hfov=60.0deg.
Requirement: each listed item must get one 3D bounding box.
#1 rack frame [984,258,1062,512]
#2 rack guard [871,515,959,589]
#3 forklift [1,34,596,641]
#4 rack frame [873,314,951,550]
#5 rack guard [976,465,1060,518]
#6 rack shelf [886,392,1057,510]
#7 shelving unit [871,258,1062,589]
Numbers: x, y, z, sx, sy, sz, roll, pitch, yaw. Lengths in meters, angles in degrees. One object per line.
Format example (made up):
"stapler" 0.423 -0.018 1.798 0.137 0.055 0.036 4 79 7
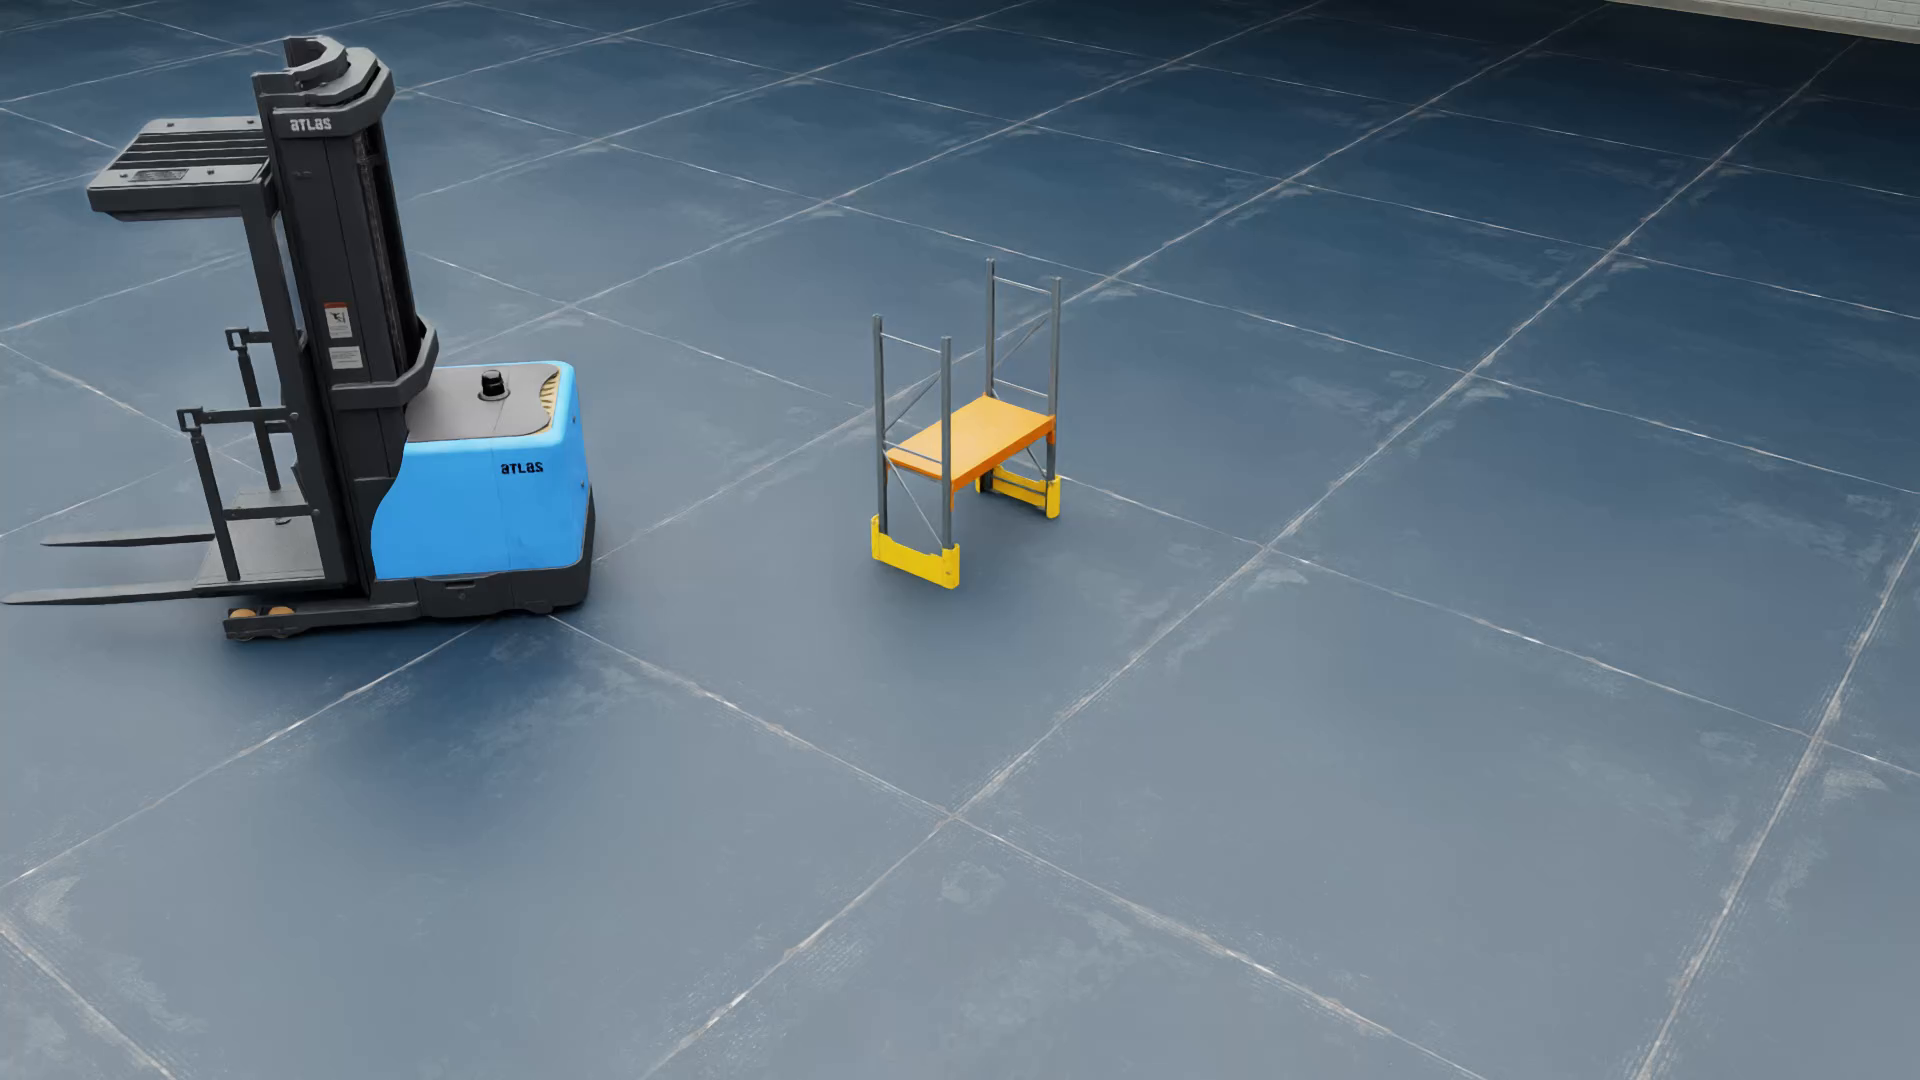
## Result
"rack frame" 0.358 -0.887 9.775 0.500 1.500 0.032 21 37 31
"rack guard" -0.255 0.064 9.397 0.587 0.250 0.087 21 37 31
"forklift" -3.598 -1.012 8.583 3.031 2.935 1.130 -4 31 -7
"rack frame" -0.255 -0.473 9.077 0.500 1.500 0.032 21 37 31
"rack guard" 0.347 -0.341 10.080 0.587 0.250 0.087 21 37 31
"rack shelf" 0.051 -0.525 9.518 0.538 0.185 1.000 21 37 31
"shelving unit" 0.046 -0.676 9.420 0.587 1.500 1.083 21 37 31
